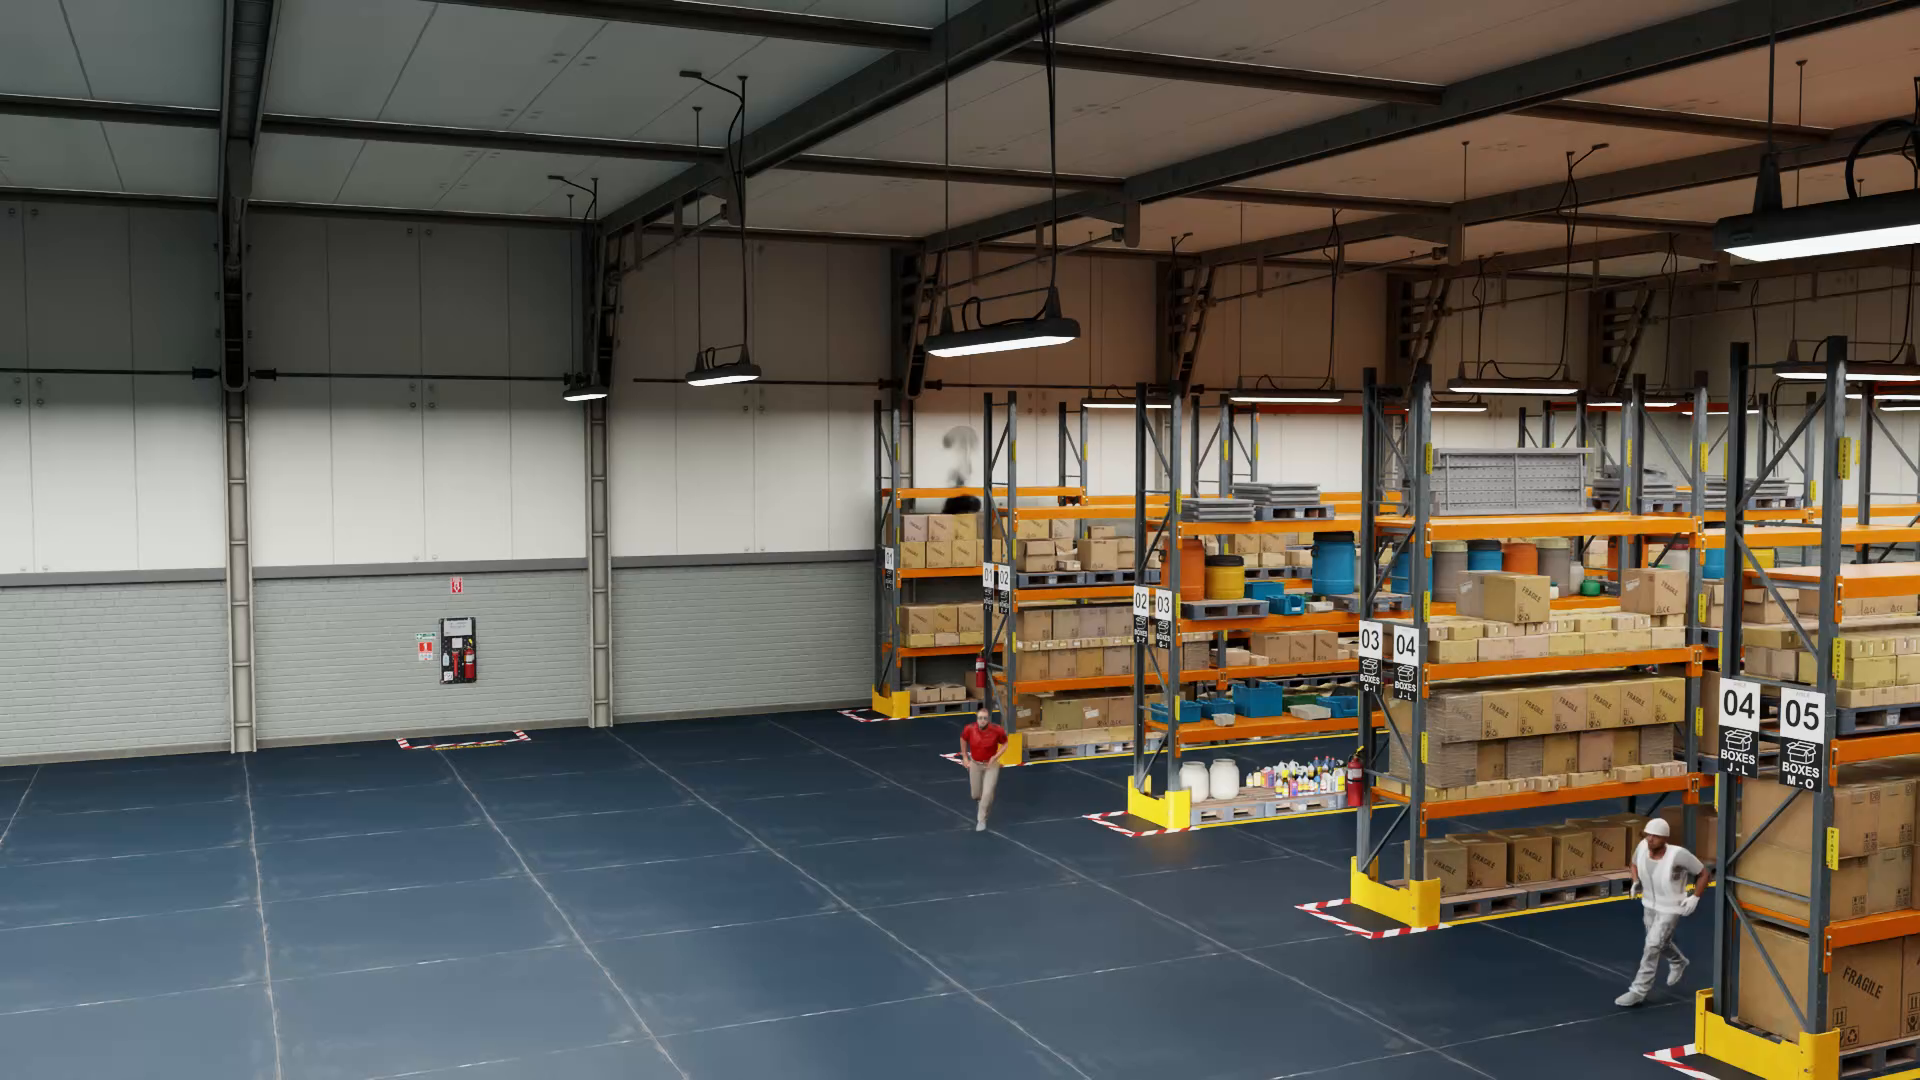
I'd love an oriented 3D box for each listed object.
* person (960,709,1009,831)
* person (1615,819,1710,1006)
[{"bbox_3d":[0.329,3.059,22.364,0.658,1.667,0.778,0,3,2],"label":"person"},{"bbox_3d":[6.528,3.394,15.323,1.035,1.729,0.739,-2,4,-31],"label":"person"}]
